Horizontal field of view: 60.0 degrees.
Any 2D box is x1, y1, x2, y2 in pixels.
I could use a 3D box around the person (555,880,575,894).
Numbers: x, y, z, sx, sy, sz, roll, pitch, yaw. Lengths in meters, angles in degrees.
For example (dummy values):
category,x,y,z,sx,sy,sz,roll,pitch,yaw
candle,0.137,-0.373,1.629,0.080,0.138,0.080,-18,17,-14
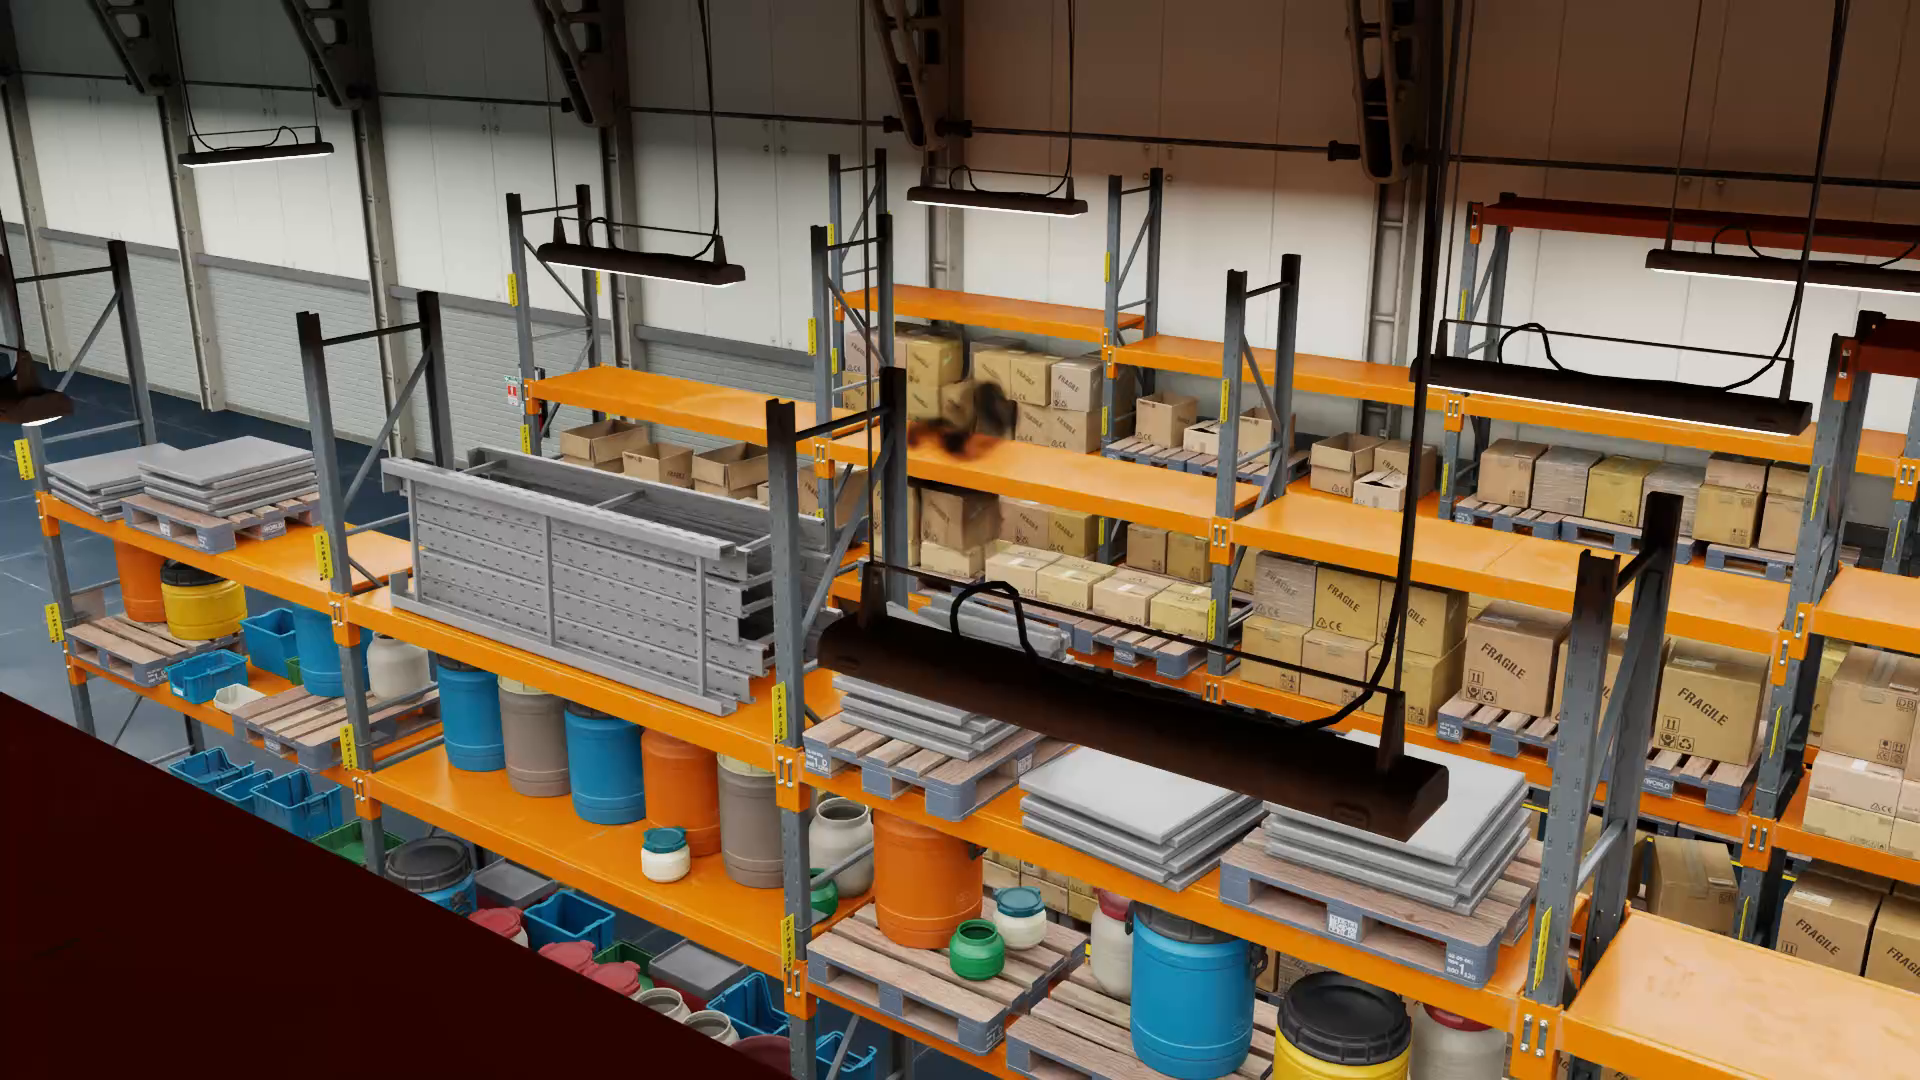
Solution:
category,x,y,z,sx,sy,sz,roll,pitch,yaw
person,-3.429,2.697,13.747,0.782,1.619,0.590,15,24,38
